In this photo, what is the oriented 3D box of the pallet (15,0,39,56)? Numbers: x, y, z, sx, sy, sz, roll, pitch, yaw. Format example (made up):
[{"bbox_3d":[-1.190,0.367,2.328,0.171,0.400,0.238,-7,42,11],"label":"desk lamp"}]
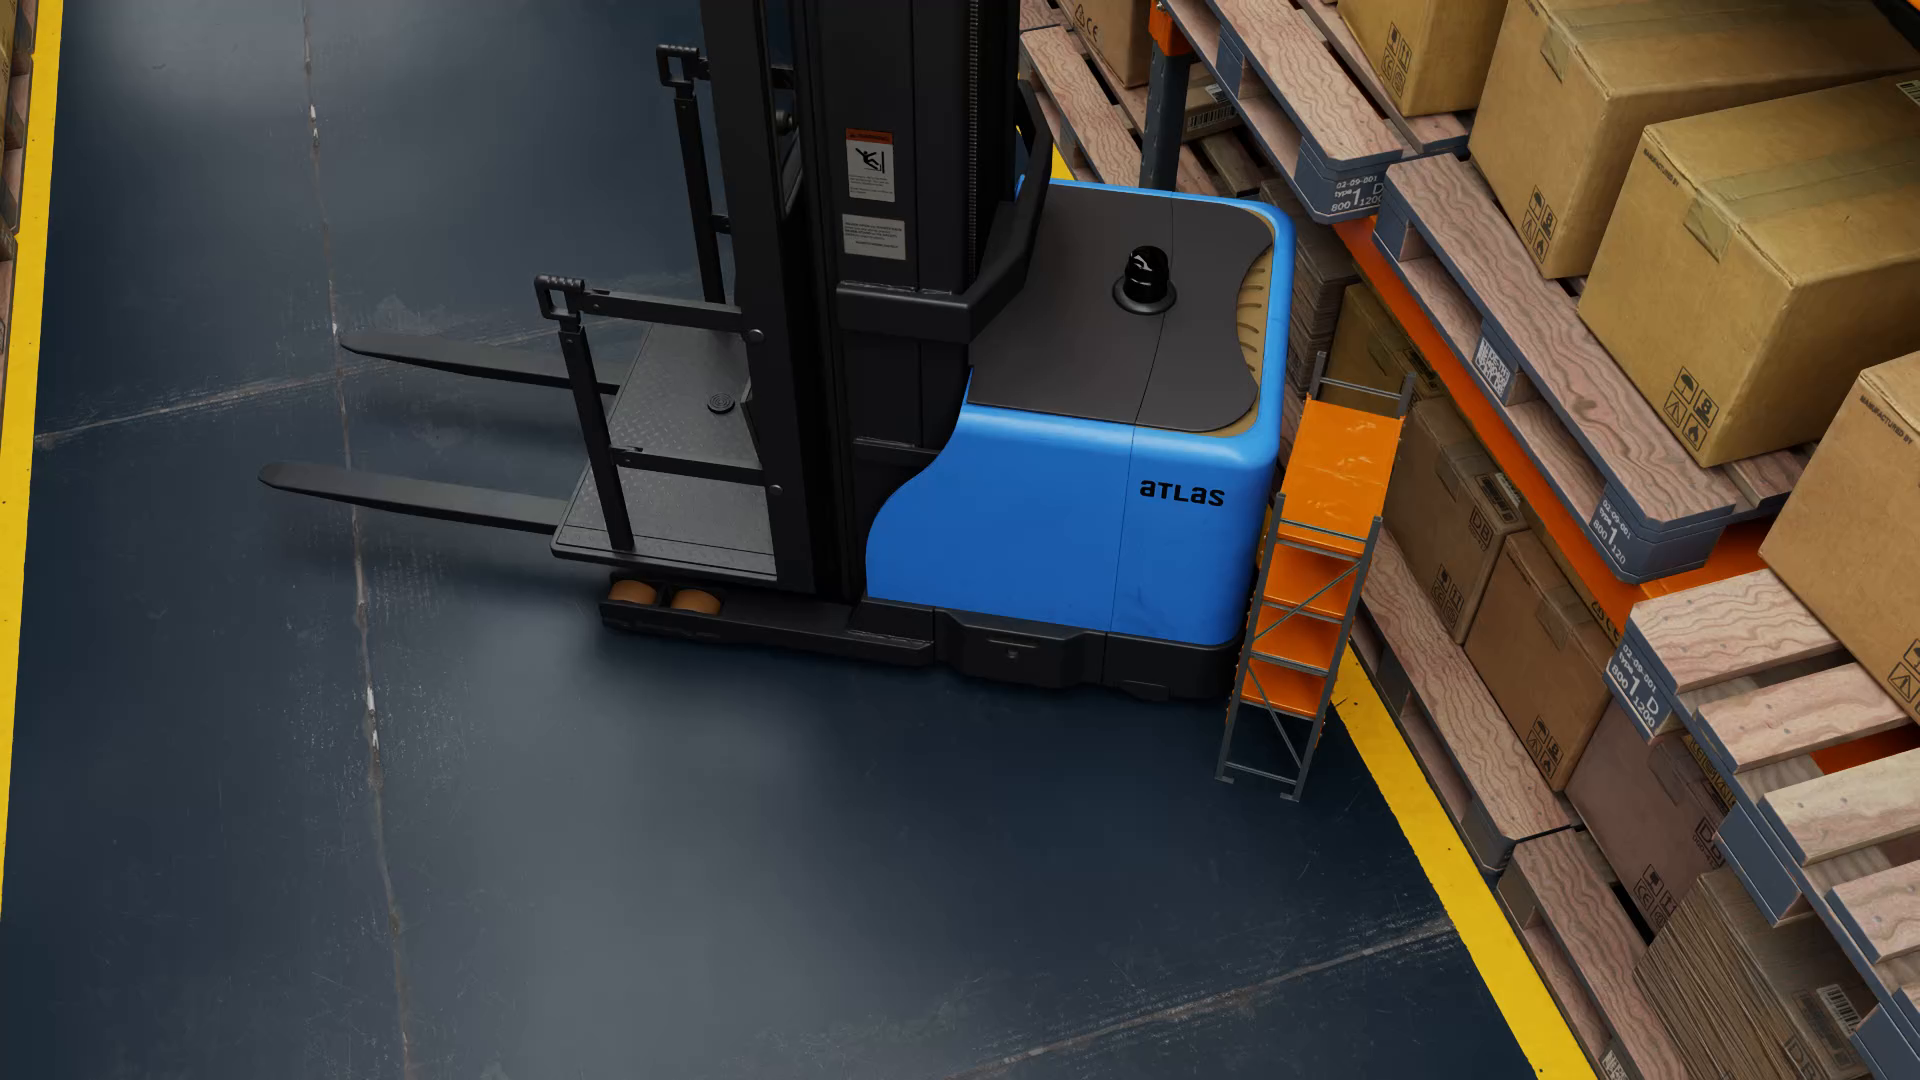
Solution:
[{"bbox_3d":[-4.525,-2.416,7.148,1.003,0.211,1.213,-13,51,-11],"label":"pallet"}]

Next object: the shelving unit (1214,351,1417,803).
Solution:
[{"bbox_3d":[0.910,0.135,4.351,0.258,1.200,0.503,15,51,12],"label":"shelving unit"}]

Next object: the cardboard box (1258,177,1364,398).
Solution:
[{"bbox_3d":[1.356,-0.867,5.366,0.700,0.500,0.500,-12,51,-10],"label":"cardboard box"}]

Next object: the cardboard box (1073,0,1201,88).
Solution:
[{"bbox_3d":[0.777,-2.150,6.448,0.500,0.500,0.500,-17,52,-14],"label":"cardboard box"}]

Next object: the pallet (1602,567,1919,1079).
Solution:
[{"bbox_3d":[1.993,0.422,3.058,1.213,0.211,1.003,-13,51,-11],"label":"pallet"}]

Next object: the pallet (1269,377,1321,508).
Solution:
[{"bbox_3d":[1.354,-0.598,5.616,1.003,0.211,1.213,-13,51,-11],"label":"pallet"}]

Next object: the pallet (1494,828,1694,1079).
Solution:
[{"bbox_3d":[2.076,1.184,4.114,1.003,0.211,1.213,-13,51,-11],"label":"pallet"}]

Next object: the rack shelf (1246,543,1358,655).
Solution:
[{"bbox_3d":[0.910,0.034,4.232,0.258,0.148,0.480,15,51,12],"label":"rack shelf"}]

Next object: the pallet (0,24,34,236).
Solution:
[{"bbox_3d":[-4.168,-1.526,6.399,1.003,0.211,1.213,-13,51,-11],"label":"pallet"}]

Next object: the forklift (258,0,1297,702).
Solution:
[{"bbox_3d":[-0.615,-1.031,4.202,3.031,2.935,1.130,8,50,7],"label":"forklift"}]

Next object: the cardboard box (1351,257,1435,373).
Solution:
[{"bbox_3d":[1.490,-0.788,4.809,0.500,0.250,0.500,-14,51,-12],"label":"cardboard box"}]

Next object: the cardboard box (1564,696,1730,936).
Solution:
[{"bbox_3d":[2.001,0.604,4.126,0.700,0.500,0.500,-13,51,-11],"label":"cardboard box"}]

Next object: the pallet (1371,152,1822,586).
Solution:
[{"bbox_3d":[1.681,-0.518,3.850,1.003,0.211,1.213,-13,51,-11],"label":"pallet"}]

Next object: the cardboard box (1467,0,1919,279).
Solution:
[{"bbox_3d":[1.623,-0.976,3.758,0.700,0.500,0.500,-7,50,-6],"label":"cardboard box"}]

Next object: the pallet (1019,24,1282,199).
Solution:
[{"bbox_3d":[0.890,-1.649,6.502,1.003,0.211,1.213,-13,51,-11],"label":"pallet"}]

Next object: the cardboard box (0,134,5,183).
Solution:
[{"bbox_3d":[-3.742,-1.331,5.934,0.500,0.250,0.500,-13,51,-11],"label":"cardboard box"}]

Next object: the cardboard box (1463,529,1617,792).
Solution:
[{"bbox_3d":[1.827,0.247,4.427,0.700,0.500,0.500,-14,51,-11],"label":"cardboard box"}]

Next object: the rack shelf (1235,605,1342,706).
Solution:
[{"bbox_3d":[0.910,0.178,4.403,0.258,0.148,0.480,15,51,12],"label":"rack shelf"}]

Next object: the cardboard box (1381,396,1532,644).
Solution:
[{"bbox_3d":[1.669,-0.119,4.736,0.700,0.500,0.500,-13,51,-11],"label":"cardboard box"}]

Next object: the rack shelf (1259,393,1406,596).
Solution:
[{"bbox_3d":[0.910,-0.118,4.051,0.258,0.148,0.480,15,51,12],"label":"rack shelf"}]

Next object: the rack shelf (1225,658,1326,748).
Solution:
[{"bbox_3d":[0.910,0.306,4.555,0.258,0.148,0.480,15,51,12],"label":"rack shelf"}]

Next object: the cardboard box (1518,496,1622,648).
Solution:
[{"bbox_3d":[1.777,-0.040,4.179,0.500,0.250,0.500,-14,51,-11],"label":"cardboard box"}]

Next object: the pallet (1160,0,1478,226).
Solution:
[{"bbox_3d":[1.210,-1.412,4.604,1.003,0.211,1.213,-13,51,-11],"label":"pallet"}]

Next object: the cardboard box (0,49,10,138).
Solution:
[{"bbox_3d":[-3.895,-1.695,6.241,0.500,0.250,0.500,-13,51,-11],"label":"cardboard box"}]

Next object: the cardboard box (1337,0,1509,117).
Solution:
[{"bbox_3d":[1.399,-1.450,4.157,0.700,0.500,0.500,-9,50,-7],"label":"cardboard box"}]

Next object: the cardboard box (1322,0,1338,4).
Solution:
[{"bbox_3d":[1.240,-1.860,4.503,0.700,0.500,0.500,-13,51,-11],"label":"cardboard box"}]

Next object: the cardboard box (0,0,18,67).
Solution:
[{"bbox_3d":[-4.042,-2.061,6.549,0.500,0.250,0.500,-13,51,-11],"label":"cardboard box"}]

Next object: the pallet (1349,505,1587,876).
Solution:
[{"bbox_3d":[1.719,0.295,4.863,1.003,0.211,1.213,-13,51,-11],"label":"pallet"}]

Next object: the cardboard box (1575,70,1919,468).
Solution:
[{"bbox_3d":[1.767,-0.564,3.410,0.700,0.500,0.500,-13,51,-11],"label":"cardboard box"}]

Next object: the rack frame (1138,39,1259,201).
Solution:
[{"bbox_3d":[1.123,-2.065,5.029,1.000,3.000,0.127,-13,51,-11],"label":"rack frame"}]

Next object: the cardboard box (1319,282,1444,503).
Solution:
[{"bbox_3d":[1.557,-0.501,5.058,0.700,0.500,0.500,-14,51,-12],"label":"cardboard box"}]

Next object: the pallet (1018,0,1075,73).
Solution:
[{"bbox_3d":[0.526,-2.541,7.254,1.003,0.211,1.213,-13,51,-11],"label":"pallet"}]

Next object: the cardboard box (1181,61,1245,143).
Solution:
[{"bbox_3d":[0.936,-1.678,6.268,0.380,0.166,0.250,-19,53,-16],"label":"cardboard box"}]

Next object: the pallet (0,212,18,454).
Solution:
[{"bbox_3d":[-3.804,-0.634,5.646,1.003,0.211,1.213,-13,51,-11],"label":"pallet"}]

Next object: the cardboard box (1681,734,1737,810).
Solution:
[{"bbox_3d":[1.934,0.334,3.863,0.500,0.250,0.500,-12,51,-10],"label":"cardboard box"}]

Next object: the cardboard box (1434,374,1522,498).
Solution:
[{"bbox_3d":[1.647,-0.409,4.490,0.500,0.250,0.500,-15,51,-12],"label":"cardboard box"}]

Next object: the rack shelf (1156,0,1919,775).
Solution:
[{"bbox_3d":[1.714,-0.372,4.073,1.077,0.370,4.000,-13,51,-11],"label":"rack shelf"}]

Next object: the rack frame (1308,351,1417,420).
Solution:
[{"bbox_3d":[0.989,-0.042,4.500,0.240,1.200,0.015,15,51,12],"label":"rack frame"}]

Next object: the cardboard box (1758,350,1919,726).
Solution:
[{"bbox_3d":[1.966,-0.061,2.986,0.700,0.500,0.500,-18,52,-14],"label":"cardboard box"}]

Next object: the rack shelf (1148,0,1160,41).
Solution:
[{"bbox_3d":[0.531,-3.294,6.535,1.077,0.370,4.000,-13,51,-11],"label":"rack shelf"}]

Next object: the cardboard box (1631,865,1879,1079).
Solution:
[{"bbox_3d":[2.043,1.006,3.787,0.700,0.500,0.500,-13,51,-10],"label":"cardboard box"}]

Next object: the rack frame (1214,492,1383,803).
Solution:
[{"bbox_3d":[0.832,0.311,4.203,0.240,1.200,0.015,15,51,12],"label":"rack frame"}]
